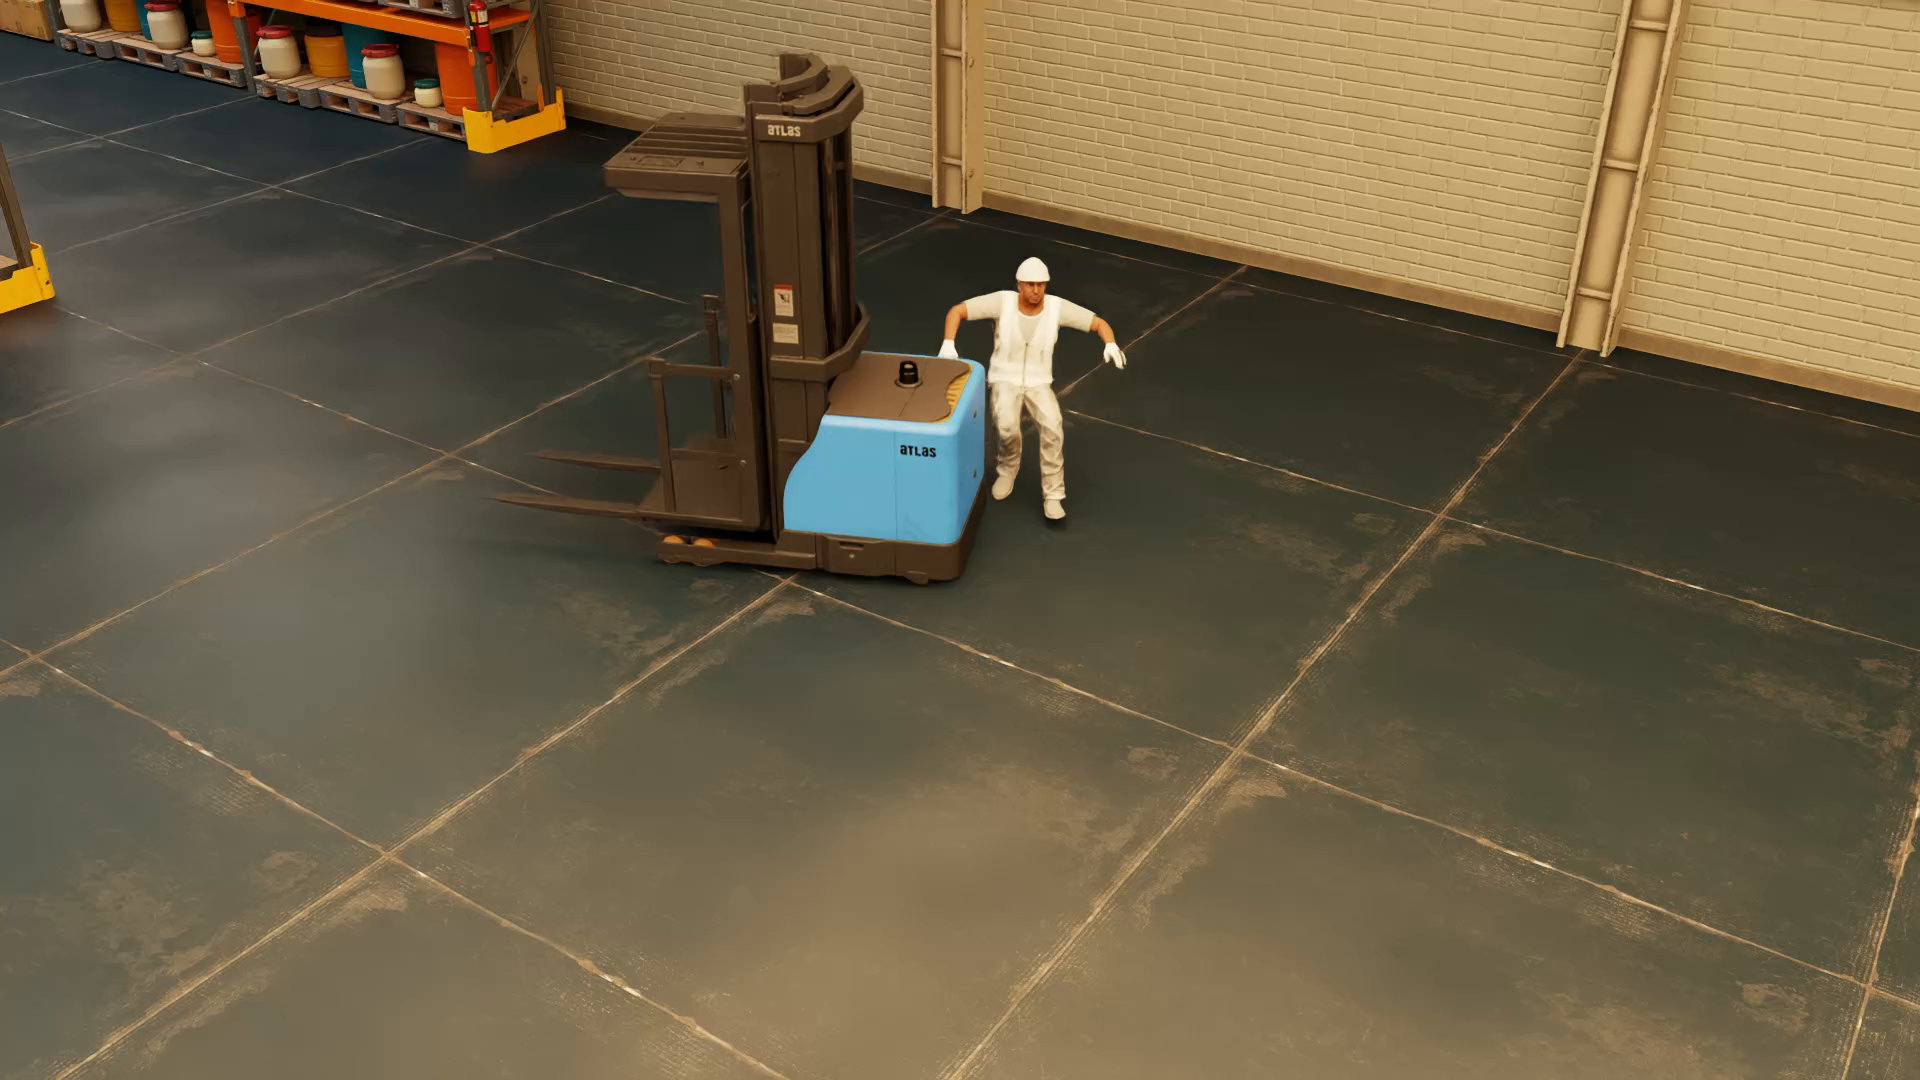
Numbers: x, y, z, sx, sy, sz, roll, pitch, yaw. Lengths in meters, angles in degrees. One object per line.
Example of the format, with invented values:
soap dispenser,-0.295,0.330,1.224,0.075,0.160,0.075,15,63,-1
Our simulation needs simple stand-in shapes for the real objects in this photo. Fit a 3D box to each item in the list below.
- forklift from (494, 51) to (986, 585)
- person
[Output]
forklift,-1.401,-1.357,9.919,3.031,2.935,1.130,6,31,9
person,0.420,-0.960,10.537,1.156,1.559,0.870,-5,30,-8
